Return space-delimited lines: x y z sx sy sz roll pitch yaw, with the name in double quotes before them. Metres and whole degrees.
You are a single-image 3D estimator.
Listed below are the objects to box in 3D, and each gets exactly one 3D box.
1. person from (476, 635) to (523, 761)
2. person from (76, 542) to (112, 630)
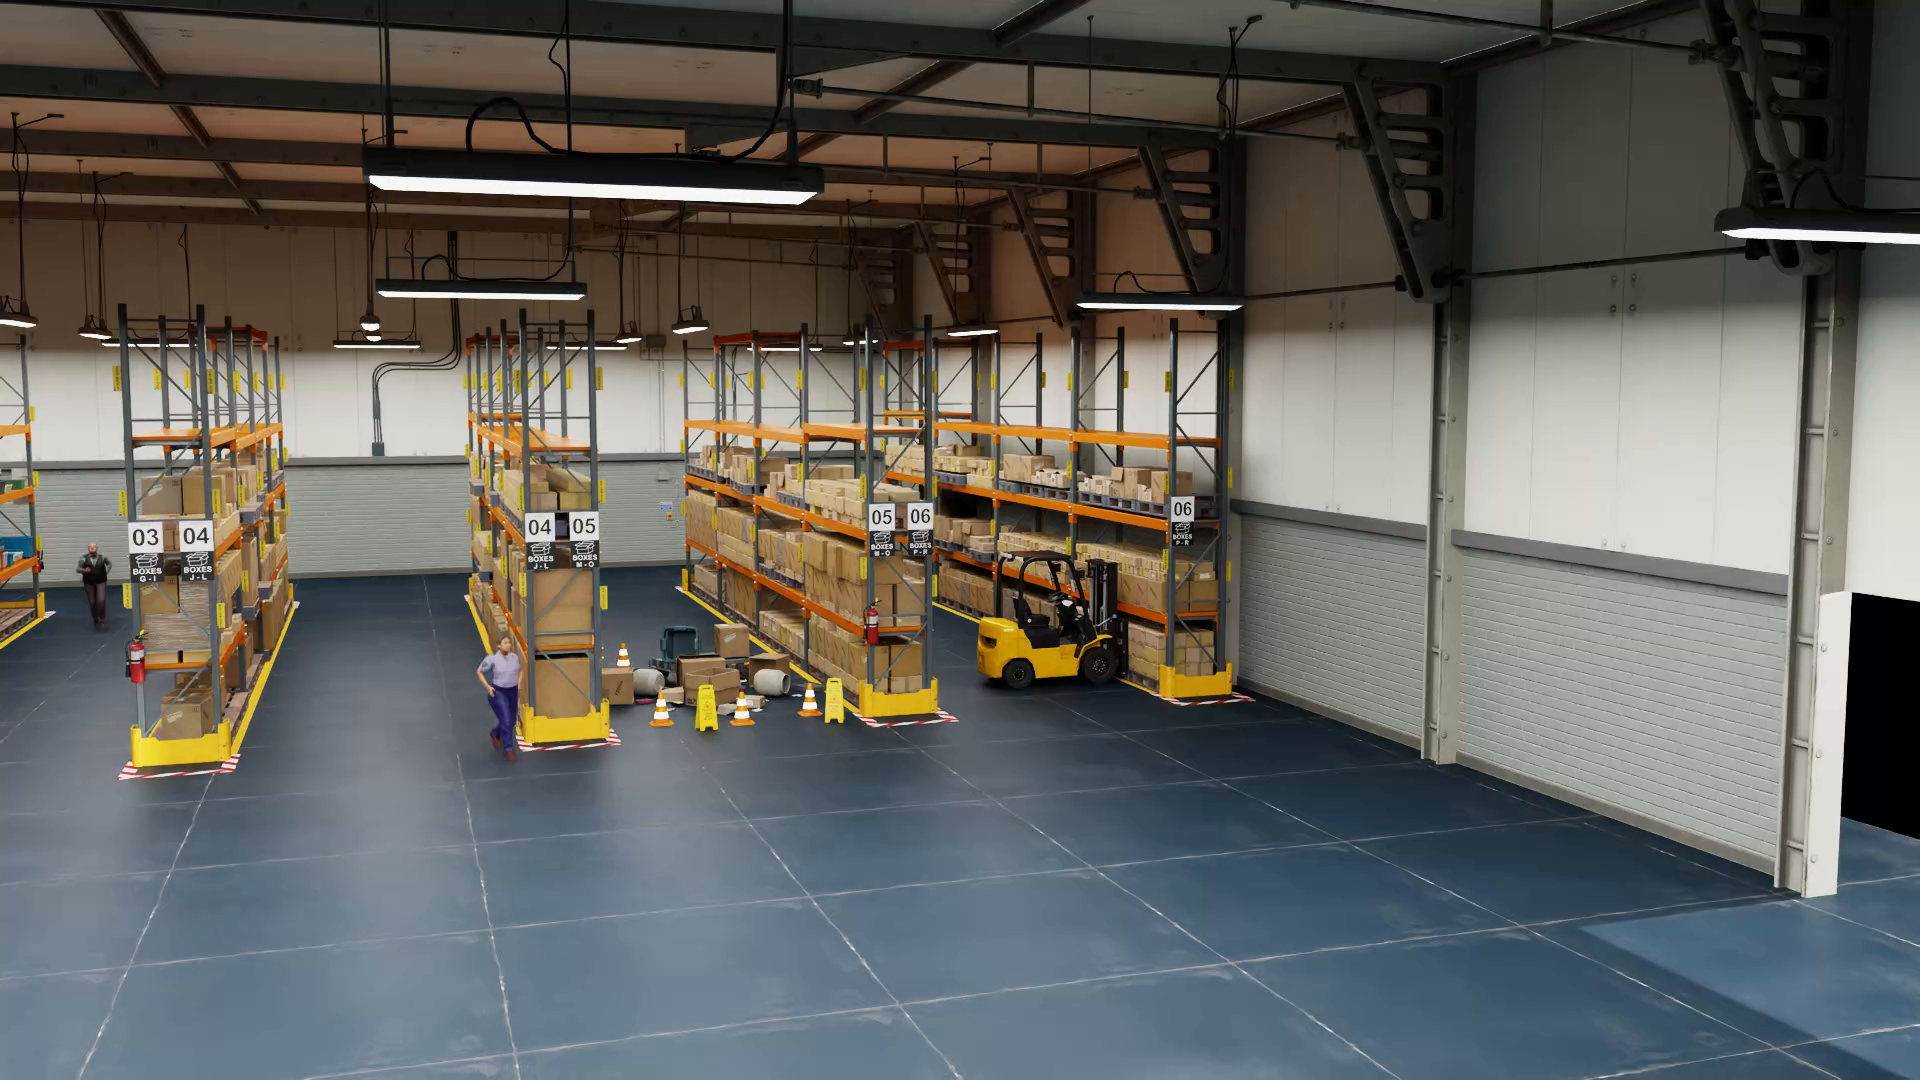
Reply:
"person" -6.116 2.082 22.251 0.807 1.634 0.633 4 7 39
"person" -17.658 0.924 33.932 0.651 1.763 0.756 -2 6 -24
